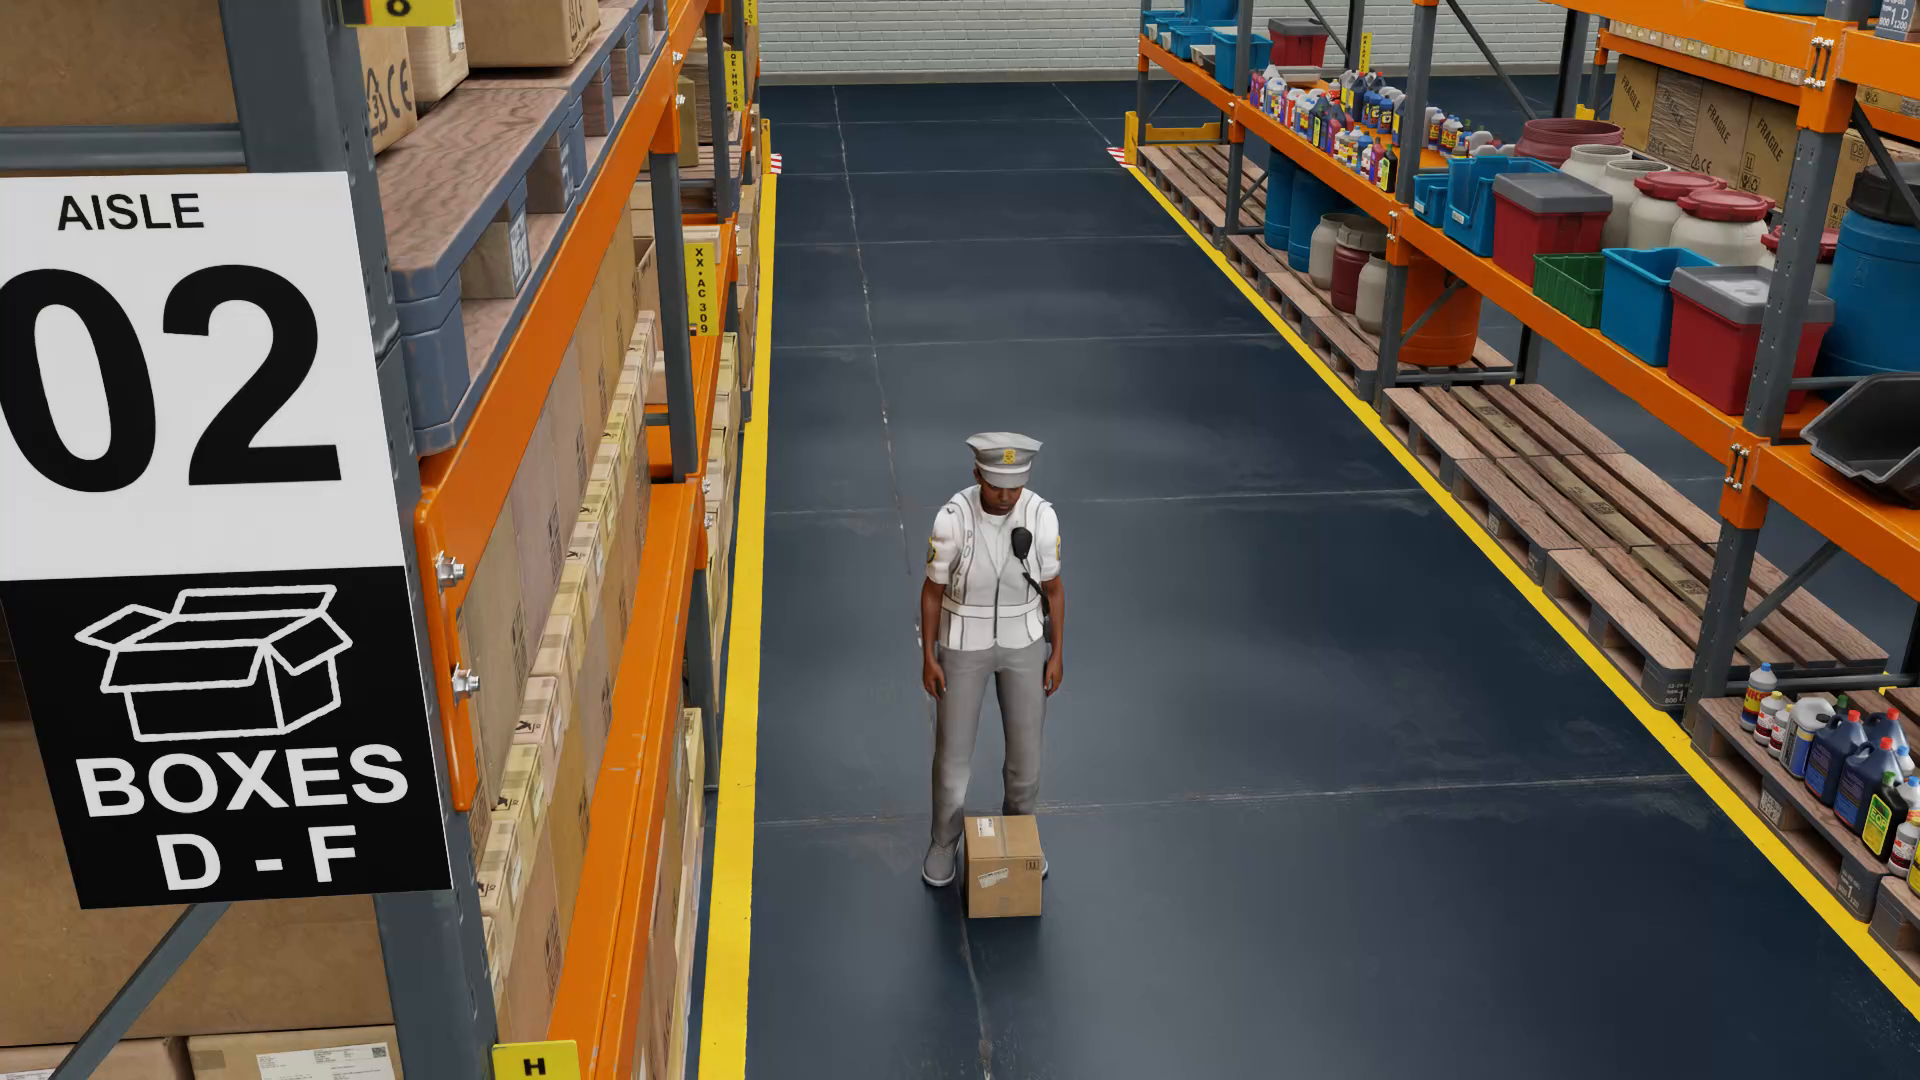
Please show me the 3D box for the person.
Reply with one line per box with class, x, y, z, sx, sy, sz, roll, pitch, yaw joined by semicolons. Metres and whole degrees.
person;0.108;0.396;5.707;0.505;1.659;0.392;-2;24;-5
